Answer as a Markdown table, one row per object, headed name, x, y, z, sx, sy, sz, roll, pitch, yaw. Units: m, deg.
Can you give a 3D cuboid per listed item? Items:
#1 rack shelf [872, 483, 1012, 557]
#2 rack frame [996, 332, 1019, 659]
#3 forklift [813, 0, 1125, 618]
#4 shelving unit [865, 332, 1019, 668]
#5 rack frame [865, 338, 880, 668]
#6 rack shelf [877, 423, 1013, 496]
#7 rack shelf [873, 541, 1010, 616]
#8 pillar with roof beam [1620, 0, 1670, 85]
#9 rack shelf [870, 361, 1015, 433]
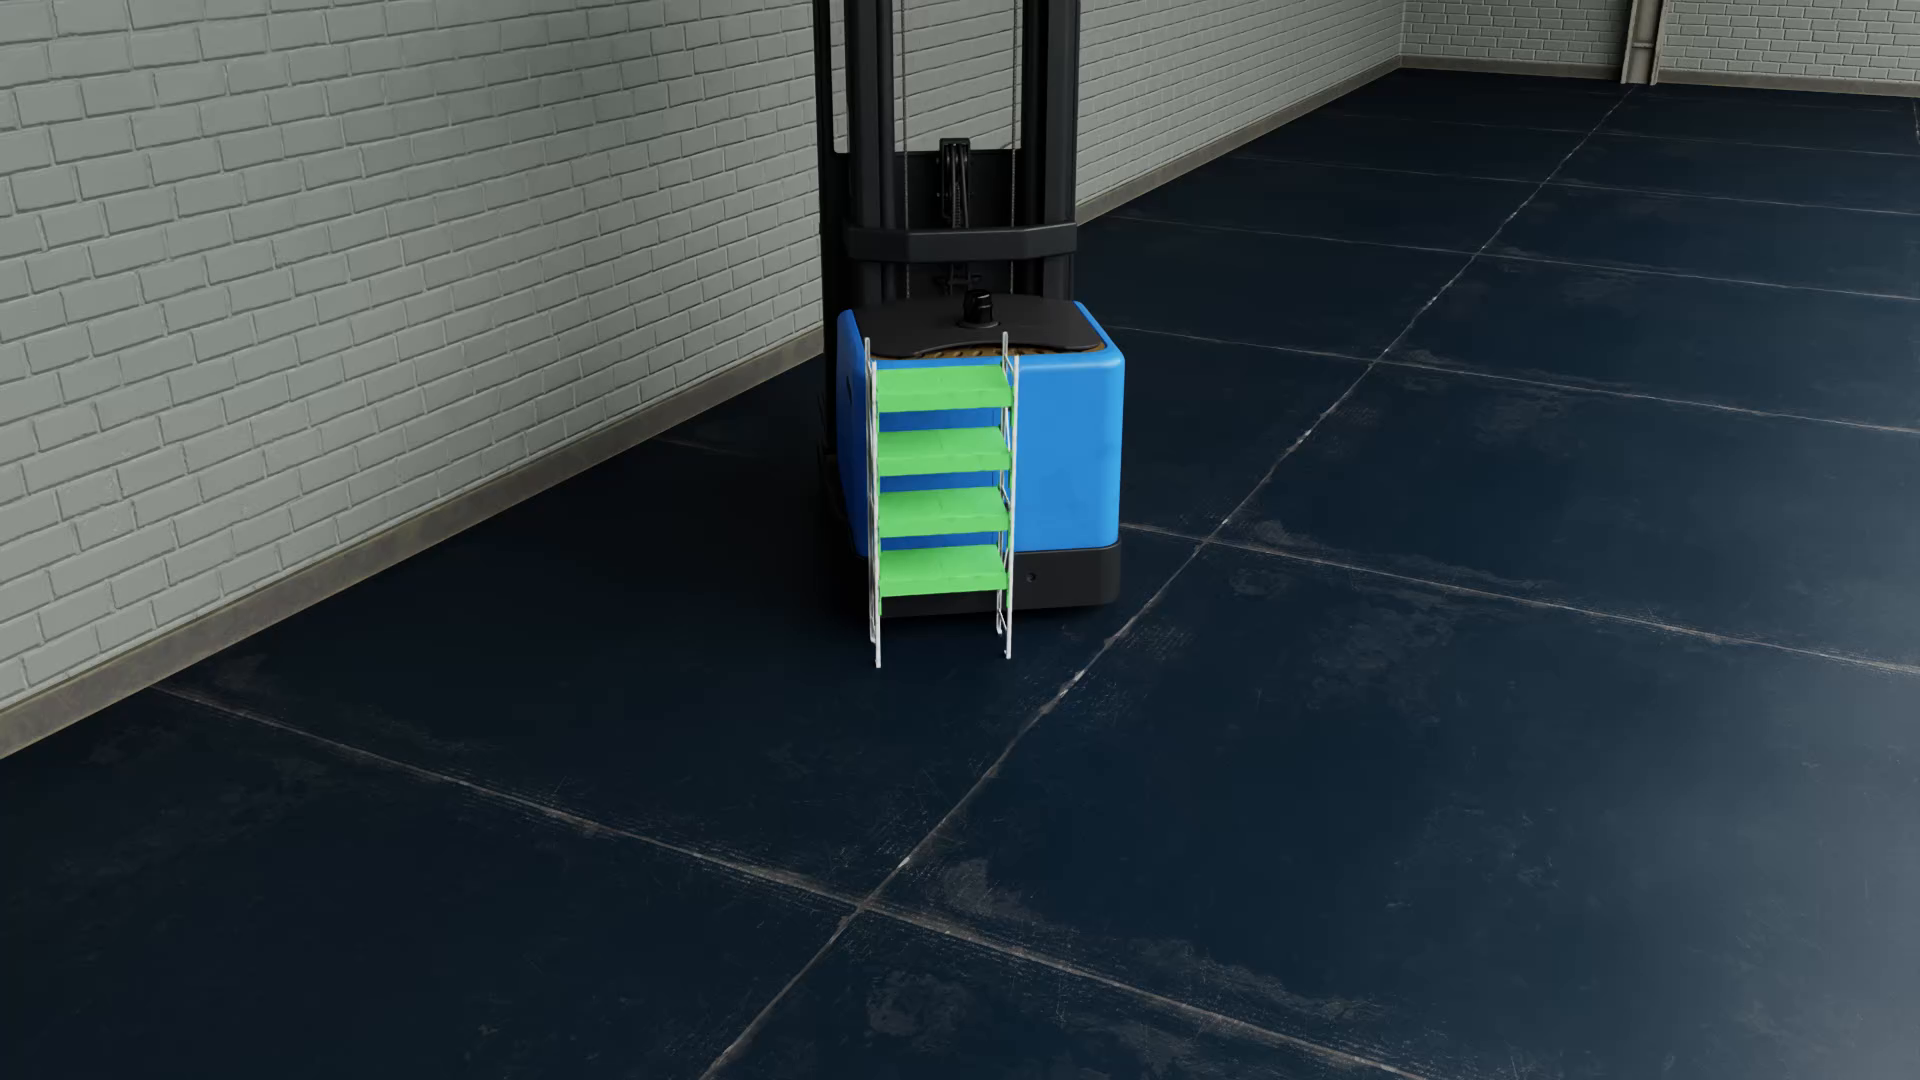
| name | x | y | z | sx | sy | sz | roll | pitch | yaw |
| --- | --- | --- | --- | --- | --- | --- | --- | --- | --- |
| rack shelf | -0.072 | -0.075 | 6.033 | 0.480 | 0.148 | 0.258 | -3 | 27 | -8 |
| rack frame | 0.170 | -0.146 | 6.037 | 0.015 | 1.200 | 0.240 | -3 | 27 | -8 |
| forklift | -0.088 | -1.593 | 7.250 | 1.130 | 2.935 | 3.031 | -3 | 23 | -7 |
| shelving unit | -0.072 | -0.132 | 6.004 | 0.503 | 1.200 | 0.258 | -3 | 27 | -8 |
| rack frame | -0.313 | -0.117 | 5.970 | 0.015 | 1.200 | 0.240 | -3 | 27 | -8 |
| rack shelf | -0.070 | -0.288 | 5.923 | 0.480 | 0.148 | 0.258 | -3 | 27 | -8 |
| rack shelf | -0.075 | 0.139 | 6.142 | 0.480 | 0.148 | 0.258 | -3 | 27 | -8 |
| pillar with roof beam | 6.436 | -8.286 | 15.235 | 0.400 | 9.000 | 9.100 | 11 | 25 | 25 |
| rack shelf | -0.067 | -0.502 | 5.814 | 0.480 | 0.148 | 0.258 | -3 | 27 | -8 |
